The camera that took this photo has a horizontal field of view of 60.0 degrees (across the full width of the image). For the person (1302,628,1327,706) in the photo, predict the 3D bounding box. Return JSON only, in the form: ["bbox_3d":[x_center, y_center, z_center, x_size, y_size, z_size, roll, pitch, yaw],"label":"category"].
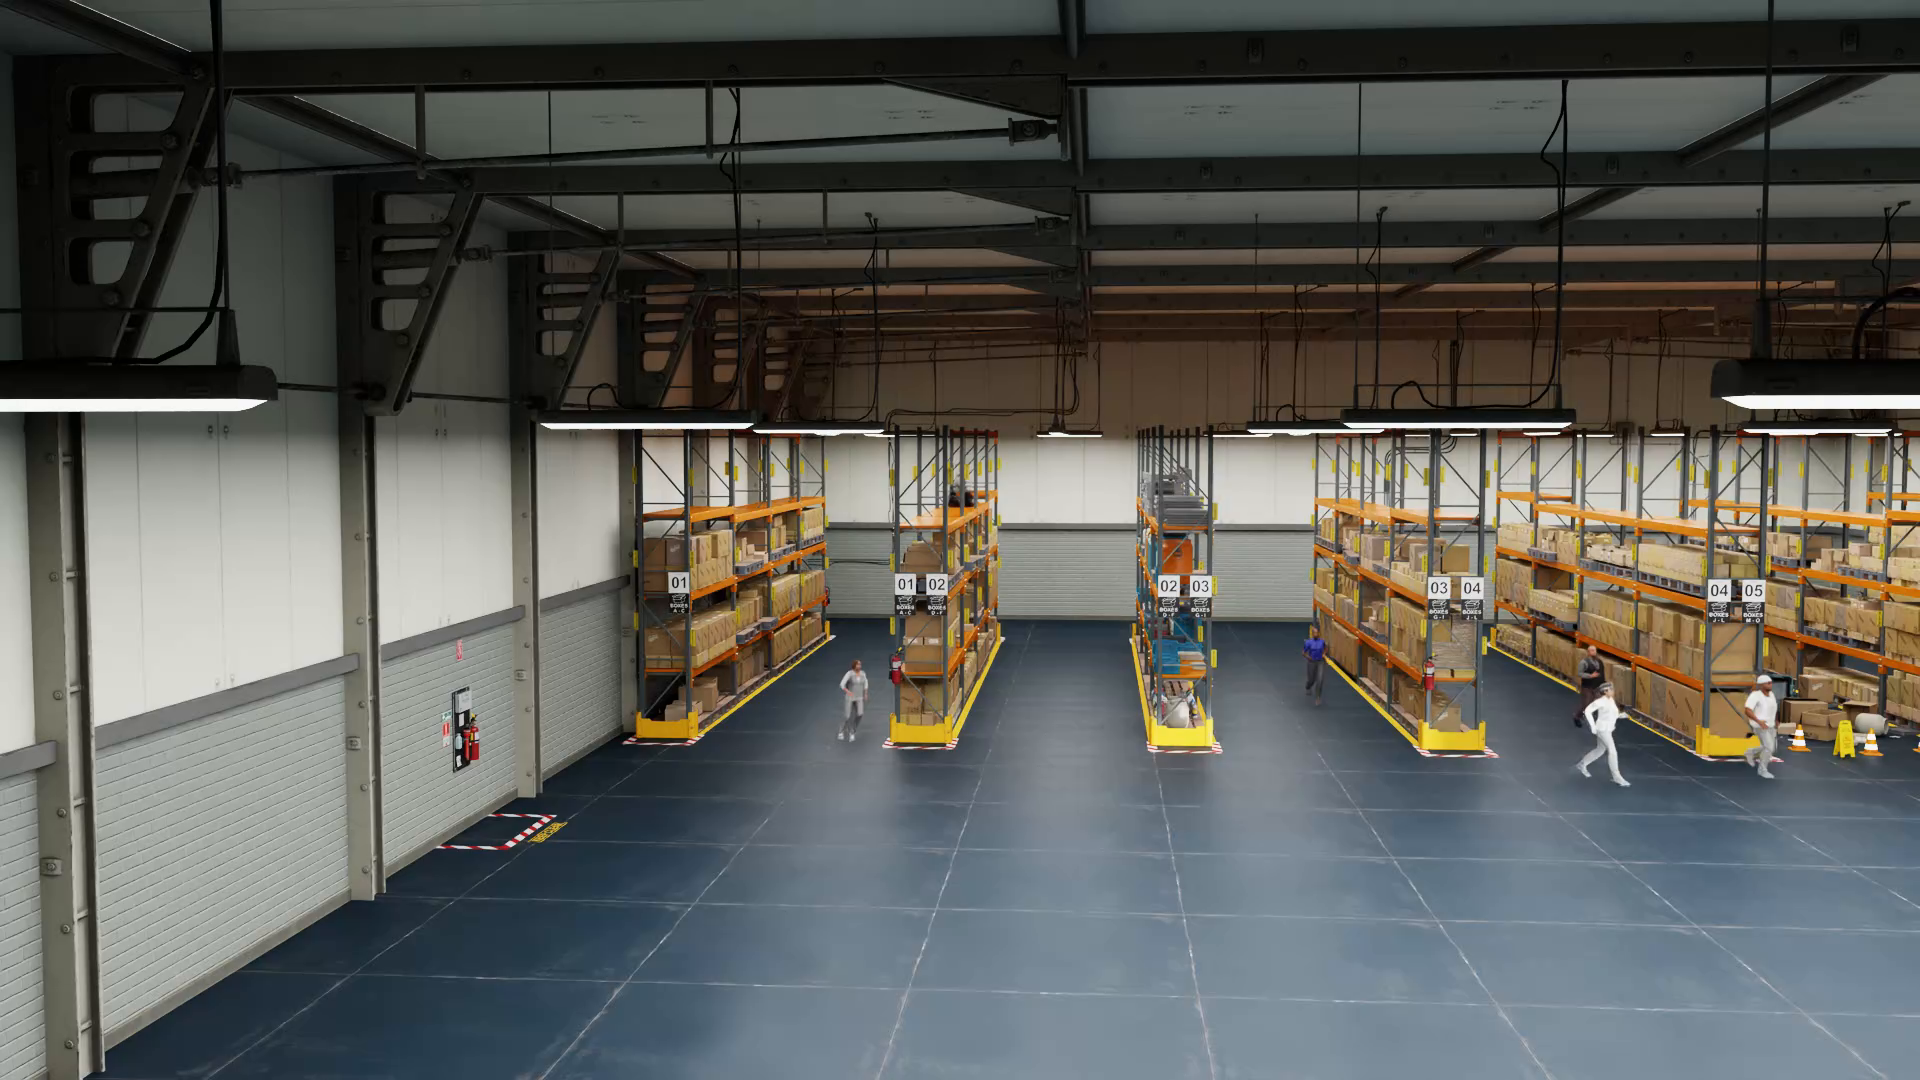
[{"bbox_3d":[7.737,2.785,36.274,0.556,1.557,0.859,0,3,-2],"label":"person"}]

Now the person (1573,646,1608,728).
[{"bbox_3d":[12.302,2.902,32.349,0.661,1.700,0.963,0,3,-8],"label":"person"}]

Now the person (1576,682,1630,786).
[{"bbox_3d":[10.710,3.187,27.660,0.909,1.699,0.600,3,5,42],"label":"person"}]

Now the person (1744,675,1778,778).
[{"bbox_3d":[13.677,3.163,28.410,0.735,1.727,0.601,-2,4,-31],"label":"person"}]

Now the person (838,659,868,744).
[{"bbox_3d":[-1.997,3.052,31.568,0.601,1.572,0.615,-1,4,-20],"label":"person"}]
